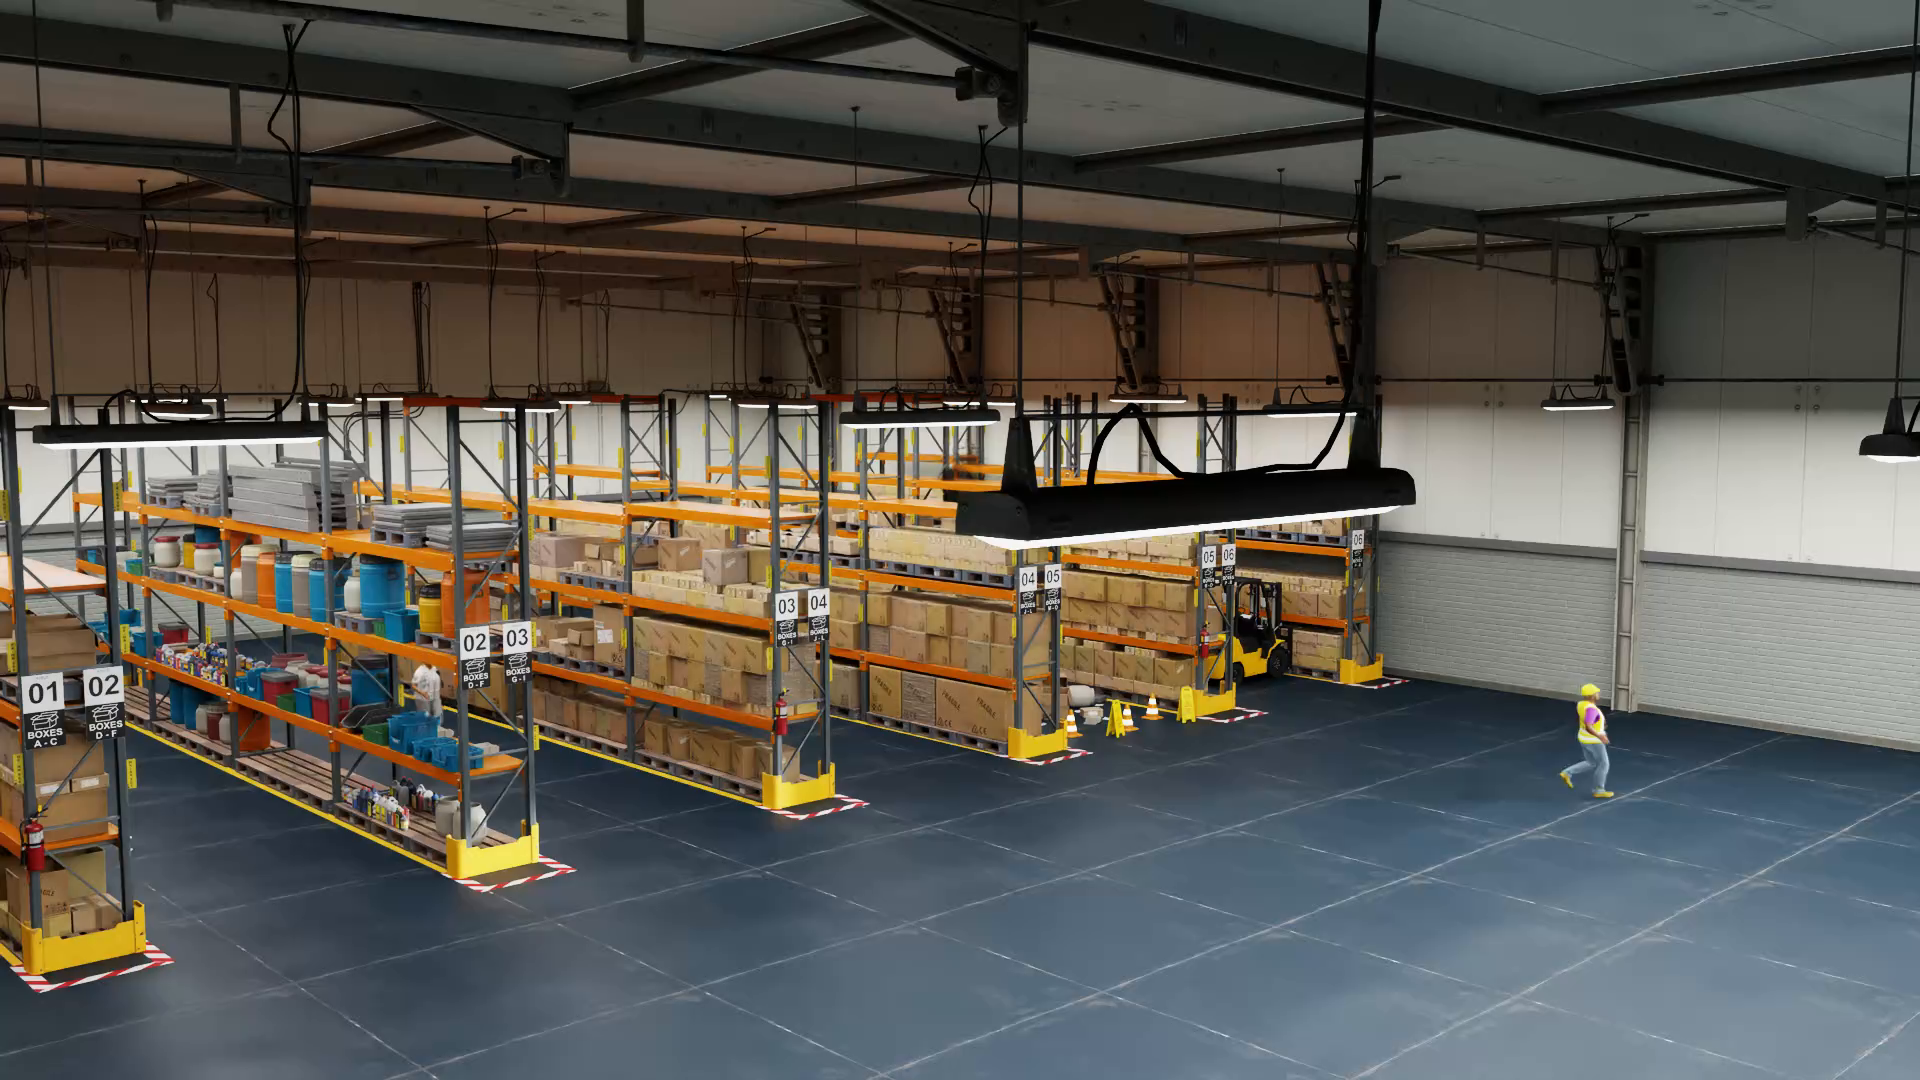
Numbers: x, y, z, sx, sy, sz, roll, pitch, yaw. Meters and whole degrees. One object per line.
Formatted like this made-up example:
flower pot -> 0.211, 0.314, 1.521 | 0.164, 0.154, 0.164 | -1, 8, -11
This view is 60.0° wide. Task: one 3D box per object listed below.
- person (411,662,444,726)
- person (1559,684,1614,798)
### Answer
person -> -9.273, 2.745, 28.854 | 0.748, 1.638, 0.597 | 4, 7, 34
person -> 9.523, 3.040, 25.175 | 0.795, 1.729, 0.711 | 0, 6, 0
